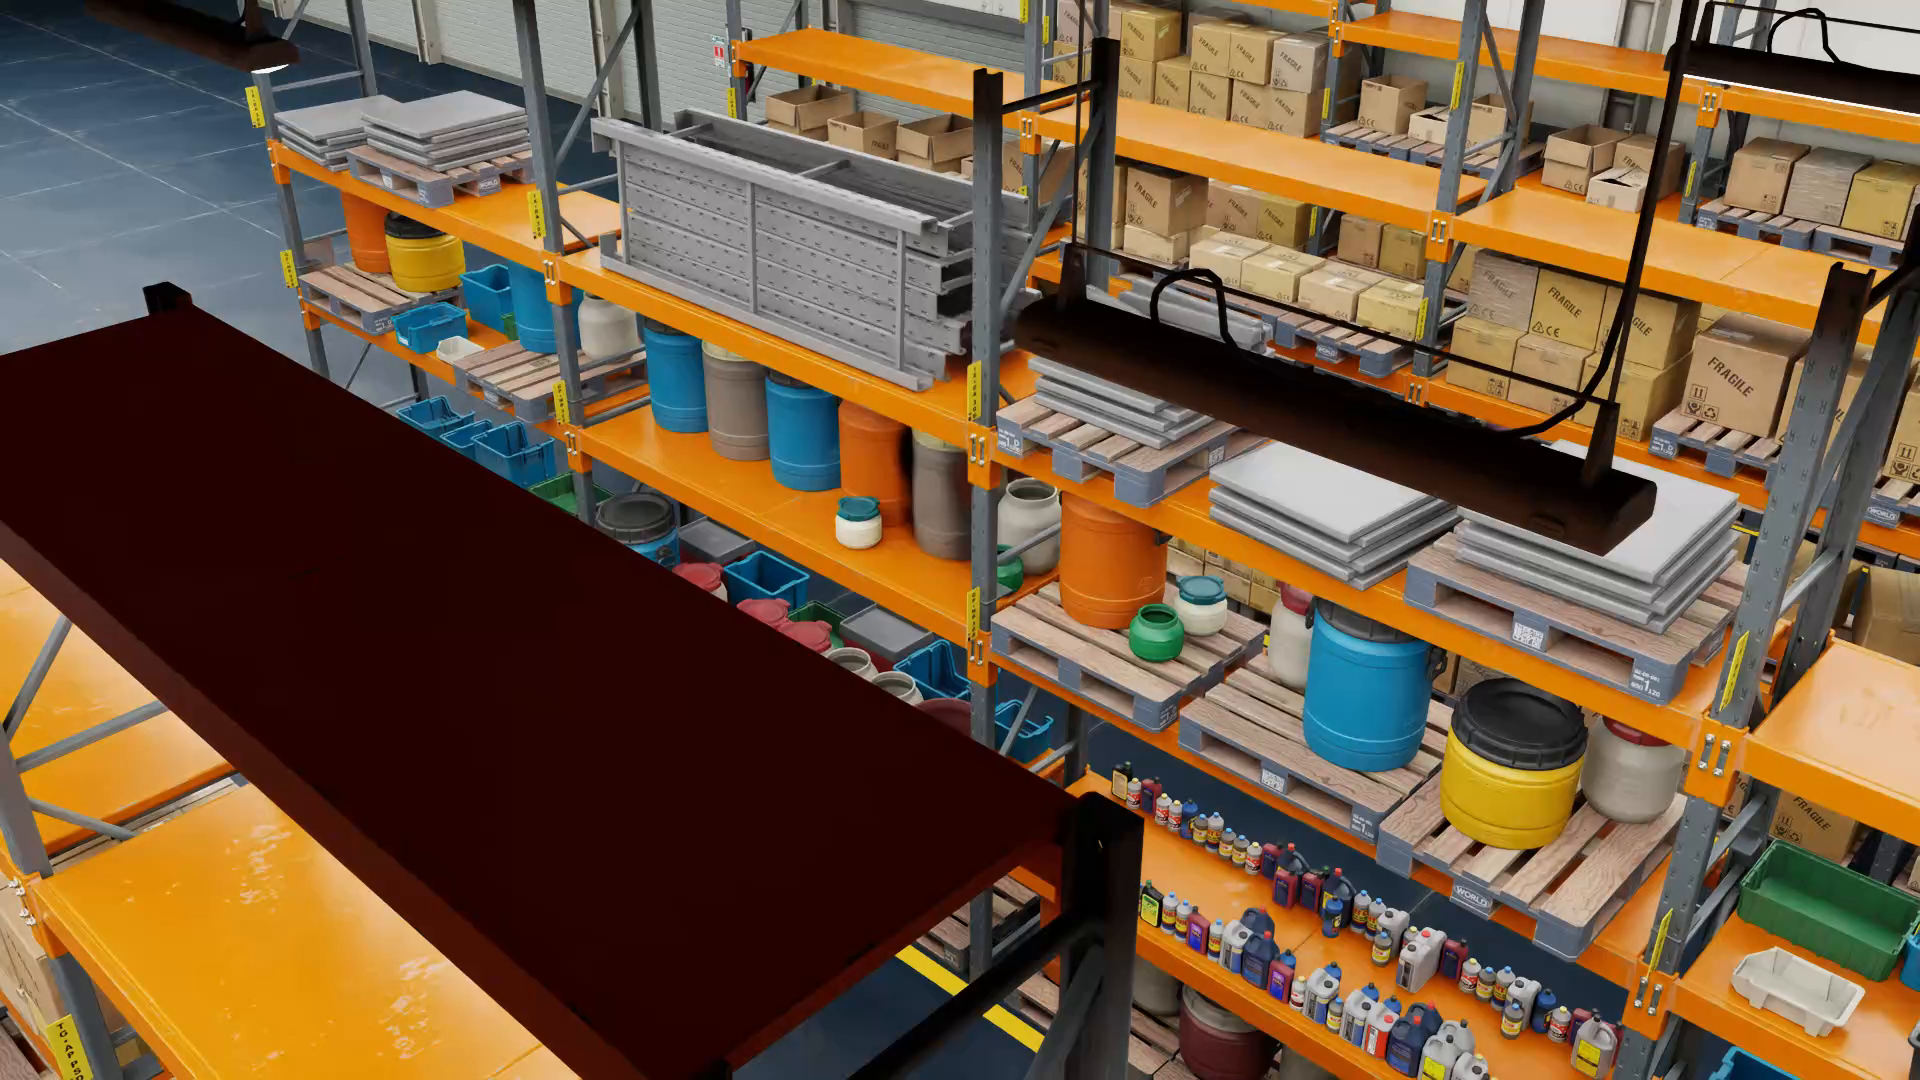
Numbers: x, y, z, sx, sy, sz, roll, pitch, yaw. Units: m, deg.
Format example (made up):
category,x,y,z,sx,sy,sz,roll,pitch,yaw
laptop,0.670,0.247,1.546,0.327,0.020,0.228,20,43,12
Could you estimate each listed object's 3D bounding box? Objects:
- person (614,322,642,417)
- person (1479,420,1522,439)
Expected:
category,x,y,z,sx,sy,sz,roll,pitch,yaw
person,-3.800,-2.159,18.417,0.410,1.672,0.532,25,38,37
person,5.246,-0.920,16.261,0.771,1.557,0.511,-1,29,-2
